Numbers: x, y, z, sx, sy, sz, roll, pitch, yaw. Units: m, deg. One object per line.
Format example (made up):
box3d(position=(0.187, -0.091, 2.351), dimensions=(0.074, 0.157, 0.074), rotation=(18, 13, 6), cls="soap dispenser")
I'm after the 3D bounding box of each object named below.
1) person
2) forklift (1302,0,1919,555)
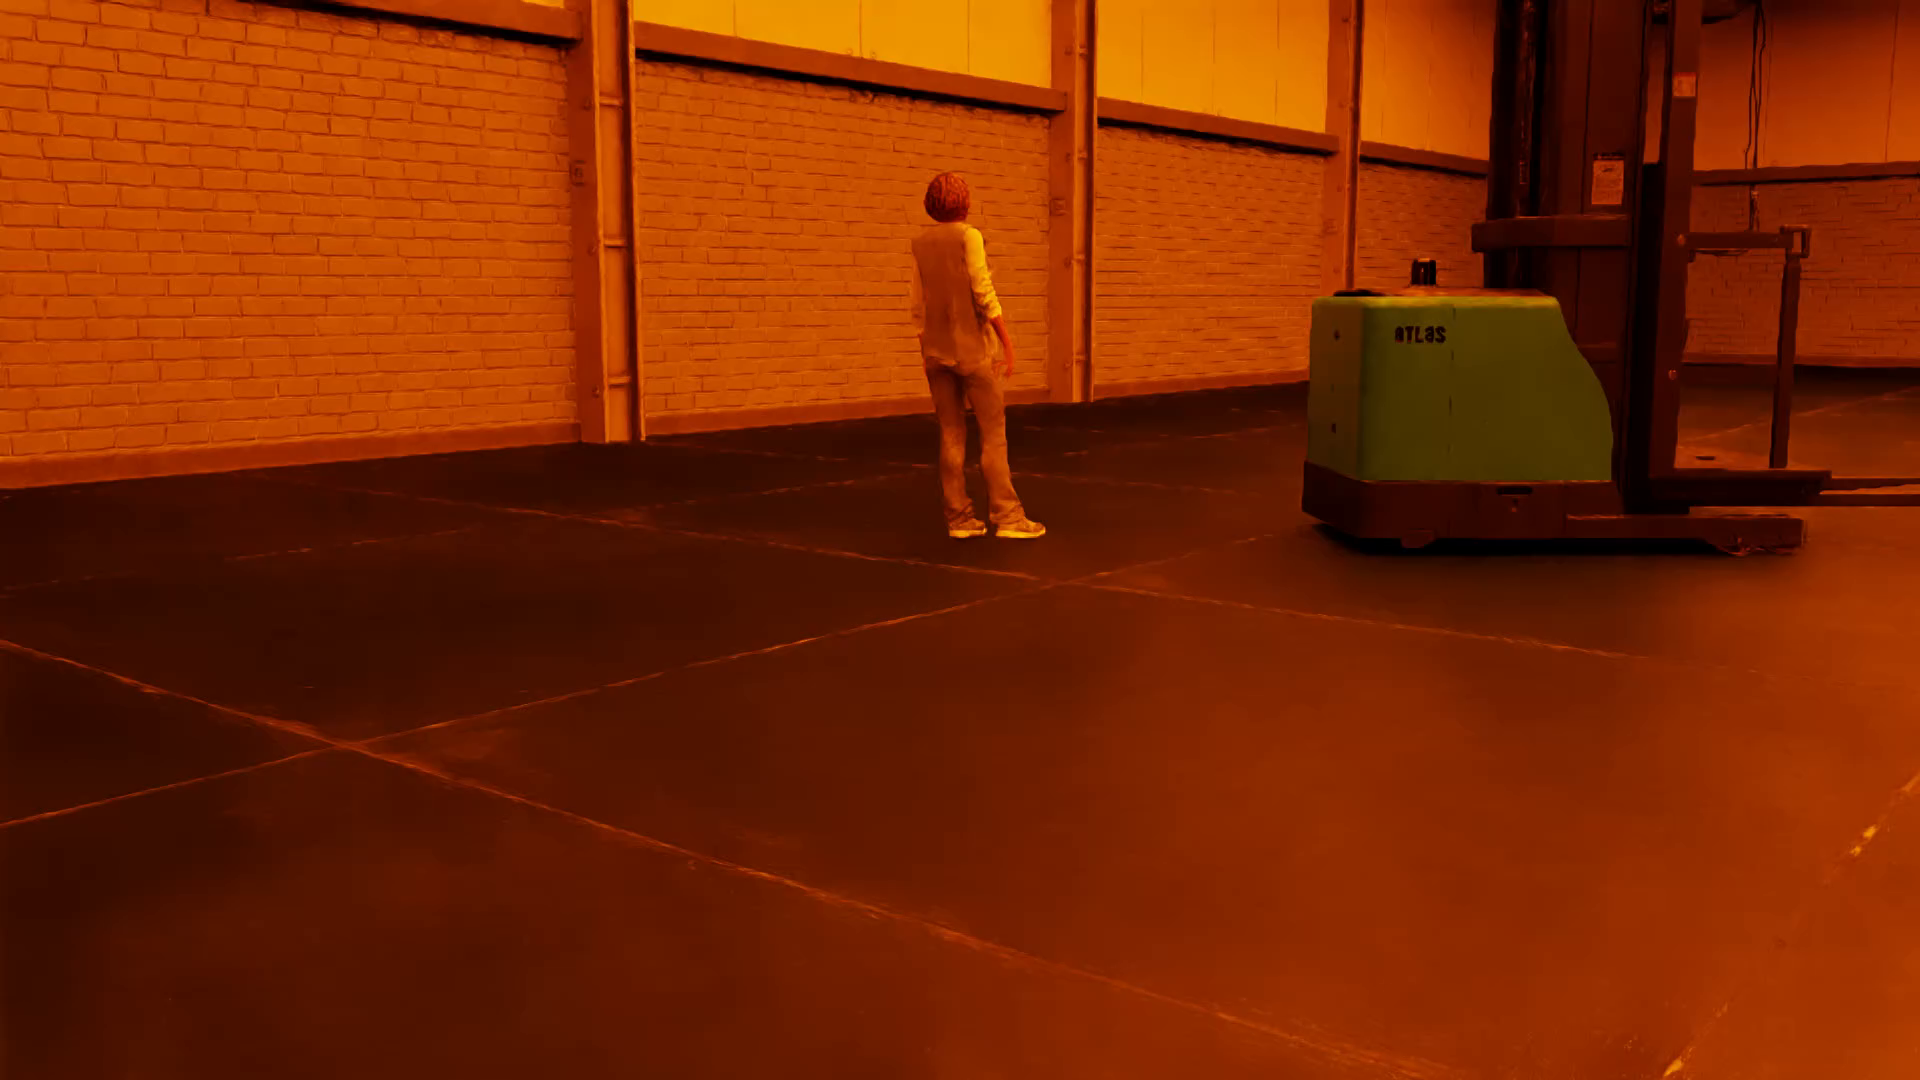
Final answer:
box3d(position=(0.057, -0.804, 7.337), dimensions=(0.521, 1.597, 0.474), rotation=(7, 11, 38), cls="person")
box3d(position=(3.150, -1.466, 7.300), dimensions=(3.031, 2.935, 1.130), rotation=(0, 8, -2), cls="forklift")
